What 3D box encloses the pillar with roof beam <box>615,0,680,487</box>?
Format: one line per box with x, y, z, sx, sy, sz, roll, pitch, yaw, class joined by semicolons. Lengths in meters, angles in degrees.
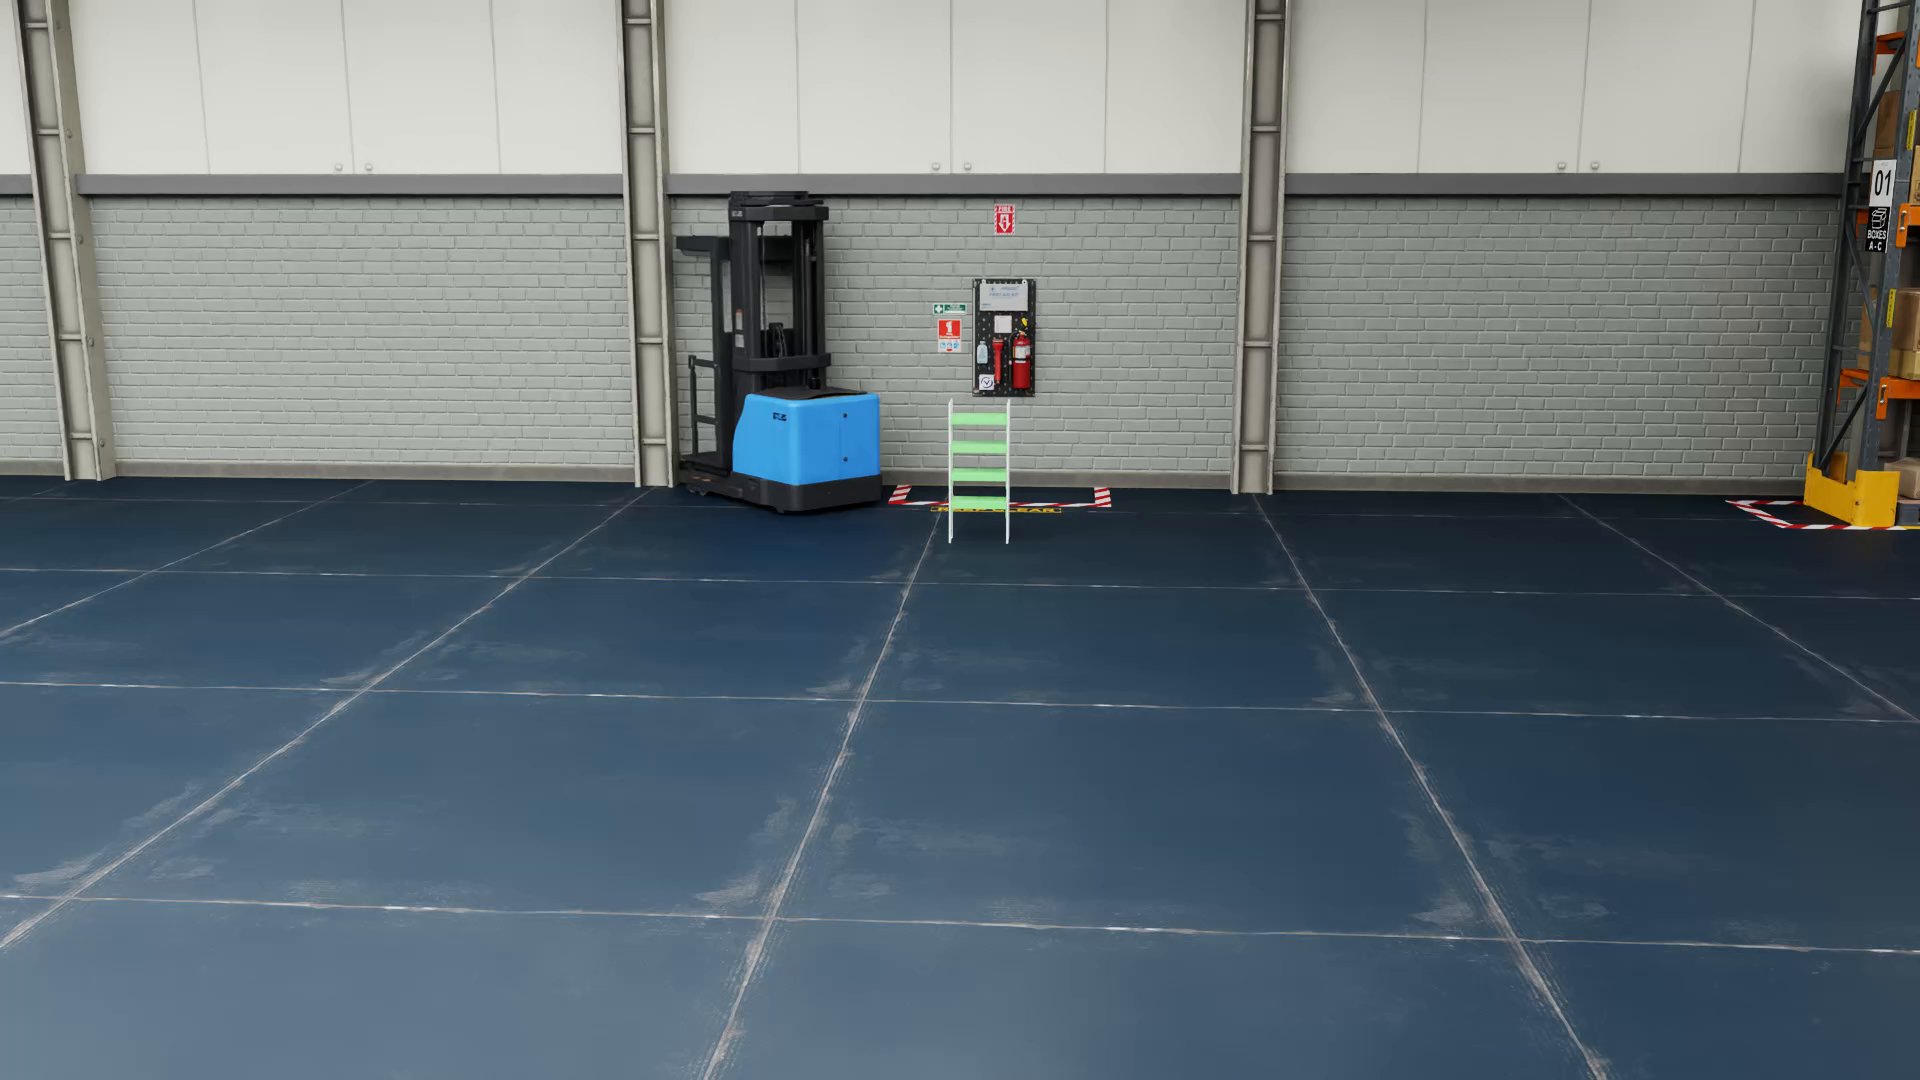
-3.372;-4.092;11.851;0.400;9.000;9.100;1;12;4;pillar with roof beam

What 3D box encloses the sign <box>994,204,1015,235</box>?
0.438;-3.149;16.337;0.199;0.298;0.001;1;12;4;sign

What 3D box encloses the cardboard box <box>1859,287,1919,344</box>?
8.617;-2.044;15.199;0.500;0.500;0.500;1;12;3;cardboard box

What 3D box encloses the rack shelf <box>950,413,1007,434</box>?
0.165;-0.992;14.049;0.480;0.148;0.258;1;12;4;rack shelf

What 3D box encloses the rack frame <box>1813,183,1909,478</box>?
8.133;-1.704;15.086;0.127;3.000;1.000;1;12;4;rack frame

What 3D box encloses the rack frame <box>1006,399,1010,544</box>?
0.409;-0.582;14.118;0.015;1.200;0.240;1;12;4;rack frame

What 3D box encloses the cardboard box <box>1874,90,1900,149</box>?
8.581;-3.767;14.891;0.500;0.500;0.500;1;12;6;cardboard box

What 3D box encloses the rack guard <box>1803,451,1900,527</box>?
8.209;-0.479;15.337;0.348;0.500;1.175;1;12;4;rack guard

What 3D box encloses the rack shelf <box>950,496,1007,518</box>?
0.165;-0.288;14.197;0.480;0.148;0.258;1;12;4;rack shelf

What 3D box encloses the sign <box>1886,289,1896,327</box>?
8.097;-2.016;14.467;0.005;0.325;0.100;1;12;4;sign

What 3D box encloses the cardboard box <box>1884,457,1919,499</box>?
8.817;-0.575;15.183;0.500;0.311;0.500;-1;12;-3;cardboard box

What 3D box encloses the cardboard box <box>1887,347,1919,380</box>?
8.599;-1.568;14.757;0.500;0.250;0.500;0;12;2;cardboard box

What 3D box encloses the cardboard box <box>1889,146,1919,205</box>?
8.450;-3.175;14.500;0.500;0.500;0.500;1;12;5;cardboard box

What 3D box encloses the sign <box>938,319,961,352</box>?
-0.105;-2.040;16.609;0.234;0.329;0.001;1;12;4;sign

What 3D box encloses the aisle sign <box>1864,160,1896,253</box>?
8.041;-2.916;14.531;0.004;0.787;0.394;1;12;4;aisle sign

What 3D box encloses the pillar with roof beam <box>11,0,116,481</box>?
-9.358;-4.174;12.243;0.400;9.000;9.100;1;12;4;pillar with roof beam

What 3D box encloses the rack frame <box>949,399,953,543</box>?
-0.078;-0.588;14.150;0.015;1.200;0.240;1;12;4;rack frame

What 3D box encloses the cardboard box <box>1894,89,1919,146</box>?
8.501;-3.665;14.402;0.500;0.500;0.500;0;12;0;cardboard box

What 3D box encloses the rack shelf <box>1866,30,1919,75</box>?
10.128;-4.259;14.415;4.000;0.370;1.077;1;12;4;rack shelf

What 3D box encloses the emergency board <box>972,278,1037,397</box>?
0.439;-1.994;16.476;0.643;1.169;0.194;1;12;4;emergency board

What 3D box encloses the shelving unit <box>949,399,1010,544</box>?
0.165;-0.585;14.134;0.503;1.200;0.258;1;12;4;shelving unit

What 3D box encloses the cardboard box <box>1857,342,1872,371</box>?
8.612;-1.673;15.258;0.500;0.250;0.500;1;12;5;cardboard box

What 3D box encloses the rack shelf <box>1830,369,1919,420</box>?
10.128;-1.324;15.029;4.000;0.370;1.077;1;12;4;rack shelf

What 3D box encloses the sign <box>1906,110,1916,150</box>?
8.097;-3.489;14.159;0.005;0.325;0.100;1;12;4;sign

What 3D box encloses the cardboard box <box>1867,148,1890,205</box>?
8.566;-3.276;14.986;0.500;0.500;0.500;2;12;8;cardboard box

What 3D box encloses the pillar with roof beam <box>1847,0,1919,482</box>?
8.602;-3.928;11.066;0.400;9.000;9.100;1;12;4;pillar with roof beam

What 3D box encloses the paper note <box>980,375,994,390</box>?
0.267;-1.580;16.645;0.142;0.148;0.016;1;12;4;paper note

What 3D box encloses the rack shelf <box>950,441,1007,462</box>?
0.165;-0.757;14.098;0.480;0.148;0.258;1;12;4;rack shelf

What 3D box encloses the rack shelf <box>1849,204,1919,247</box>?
10.128;-2.792;14.721;4.000;0.370;1.077;1;12;4;rack shelf

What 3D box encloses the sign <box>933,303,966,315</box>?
-0.101;-2.298;16.546;0.331;0.109;0.001;1;12;4;sign

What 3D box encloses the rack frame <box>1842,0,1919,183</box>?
8.133;-4.640;14.471;0.127;3.000;1.000;1;12;4;rack frame

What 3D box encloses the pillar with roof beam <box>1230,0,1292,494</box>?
2.615;-4.010;11.459;0.400;9.000;9.100;1;12;4;pillar with roof beam

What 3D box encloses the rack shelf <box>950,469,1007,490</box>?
0.165;-0.522;14.147;0.480;0.148;0.258;1;12;4;rack shelf

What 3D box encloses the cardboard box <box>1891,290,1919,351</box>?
8.589;-1.939;14.698;0.500;0.500;0.500;1;12;4;cardboard box

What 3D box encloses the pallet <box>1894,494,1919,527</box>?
9.017;-0.319;15.279;1.213;0.211;1.003;1;12;4;pallet

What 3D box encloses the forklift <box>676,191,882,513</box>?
-2.063;-1.926;16.316;1.130;2.935;3.031;-10;15;-38;forklift
